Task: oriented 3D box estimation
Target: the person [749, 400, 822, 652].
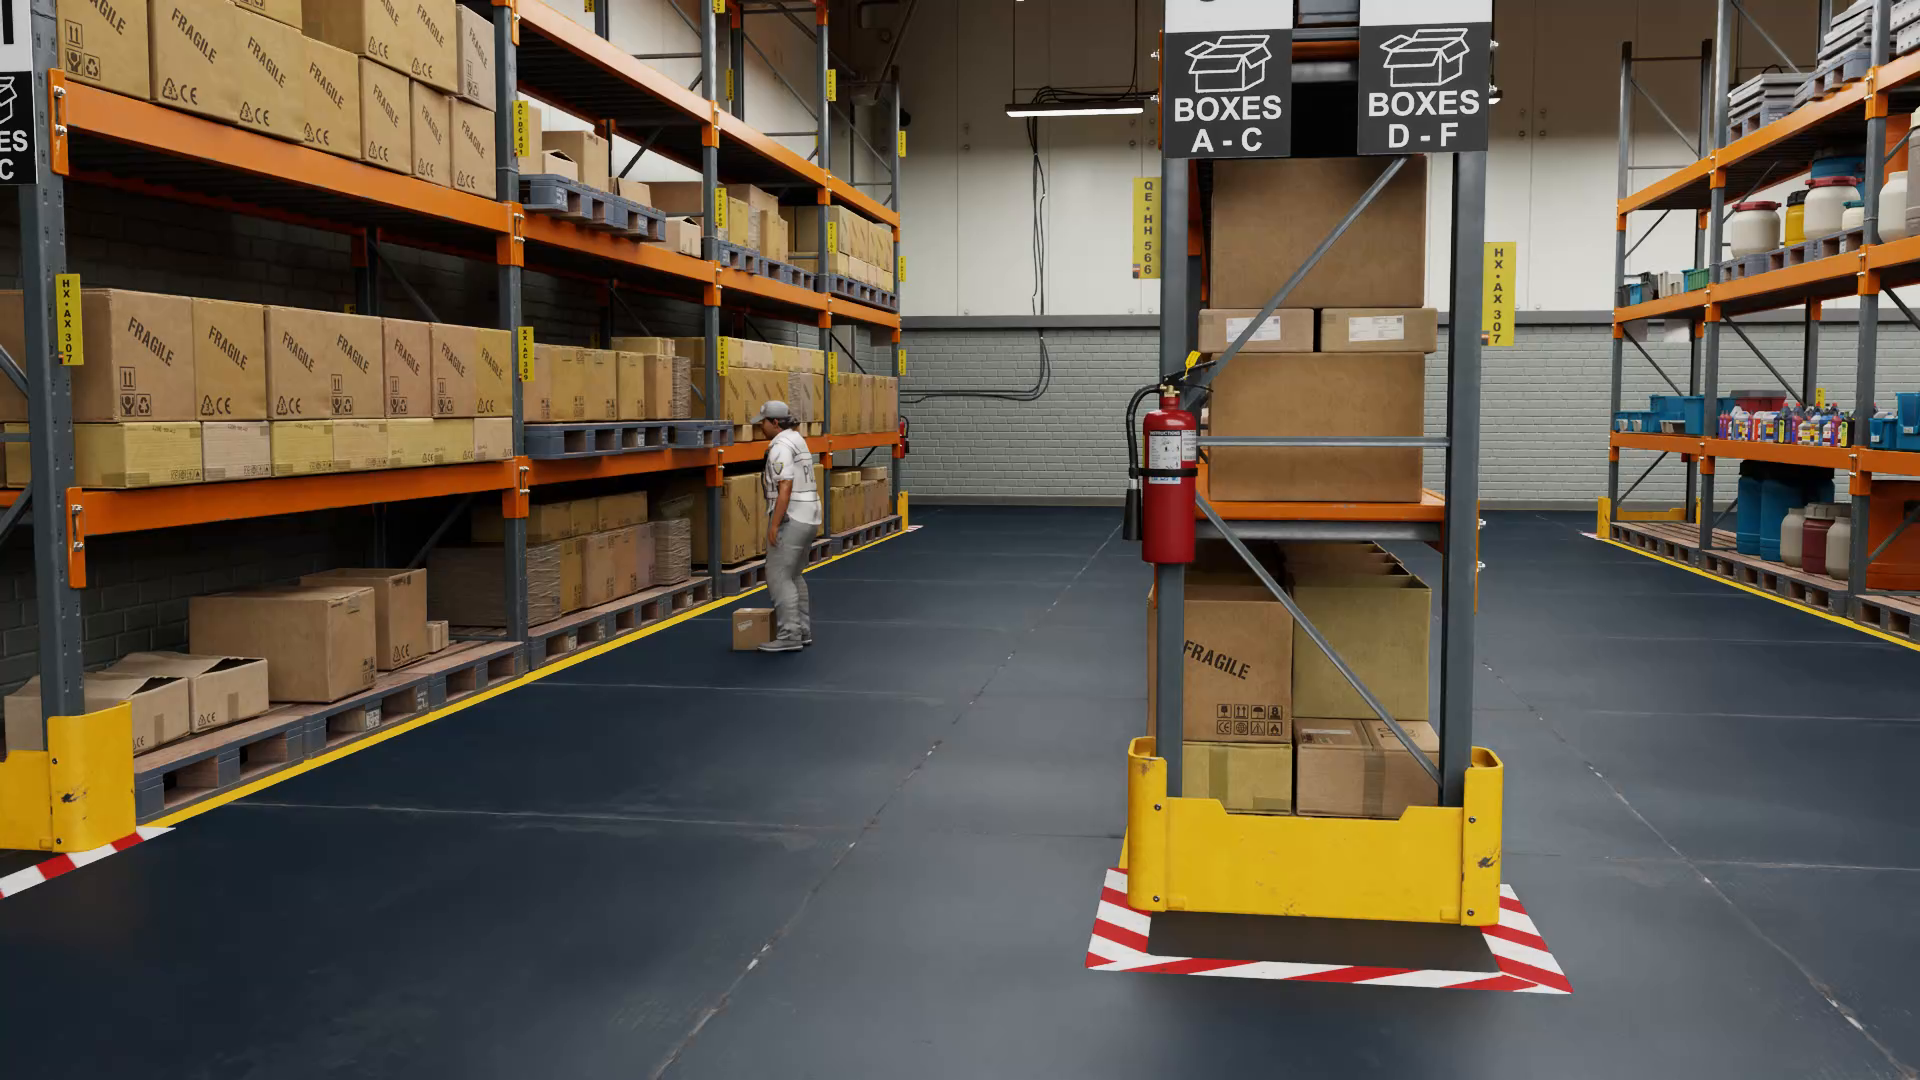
[{"bbox_3d":[-1.169,-0.102,11.136,0.469,1.666,0.542,1,5,8],"label":"person"}]
